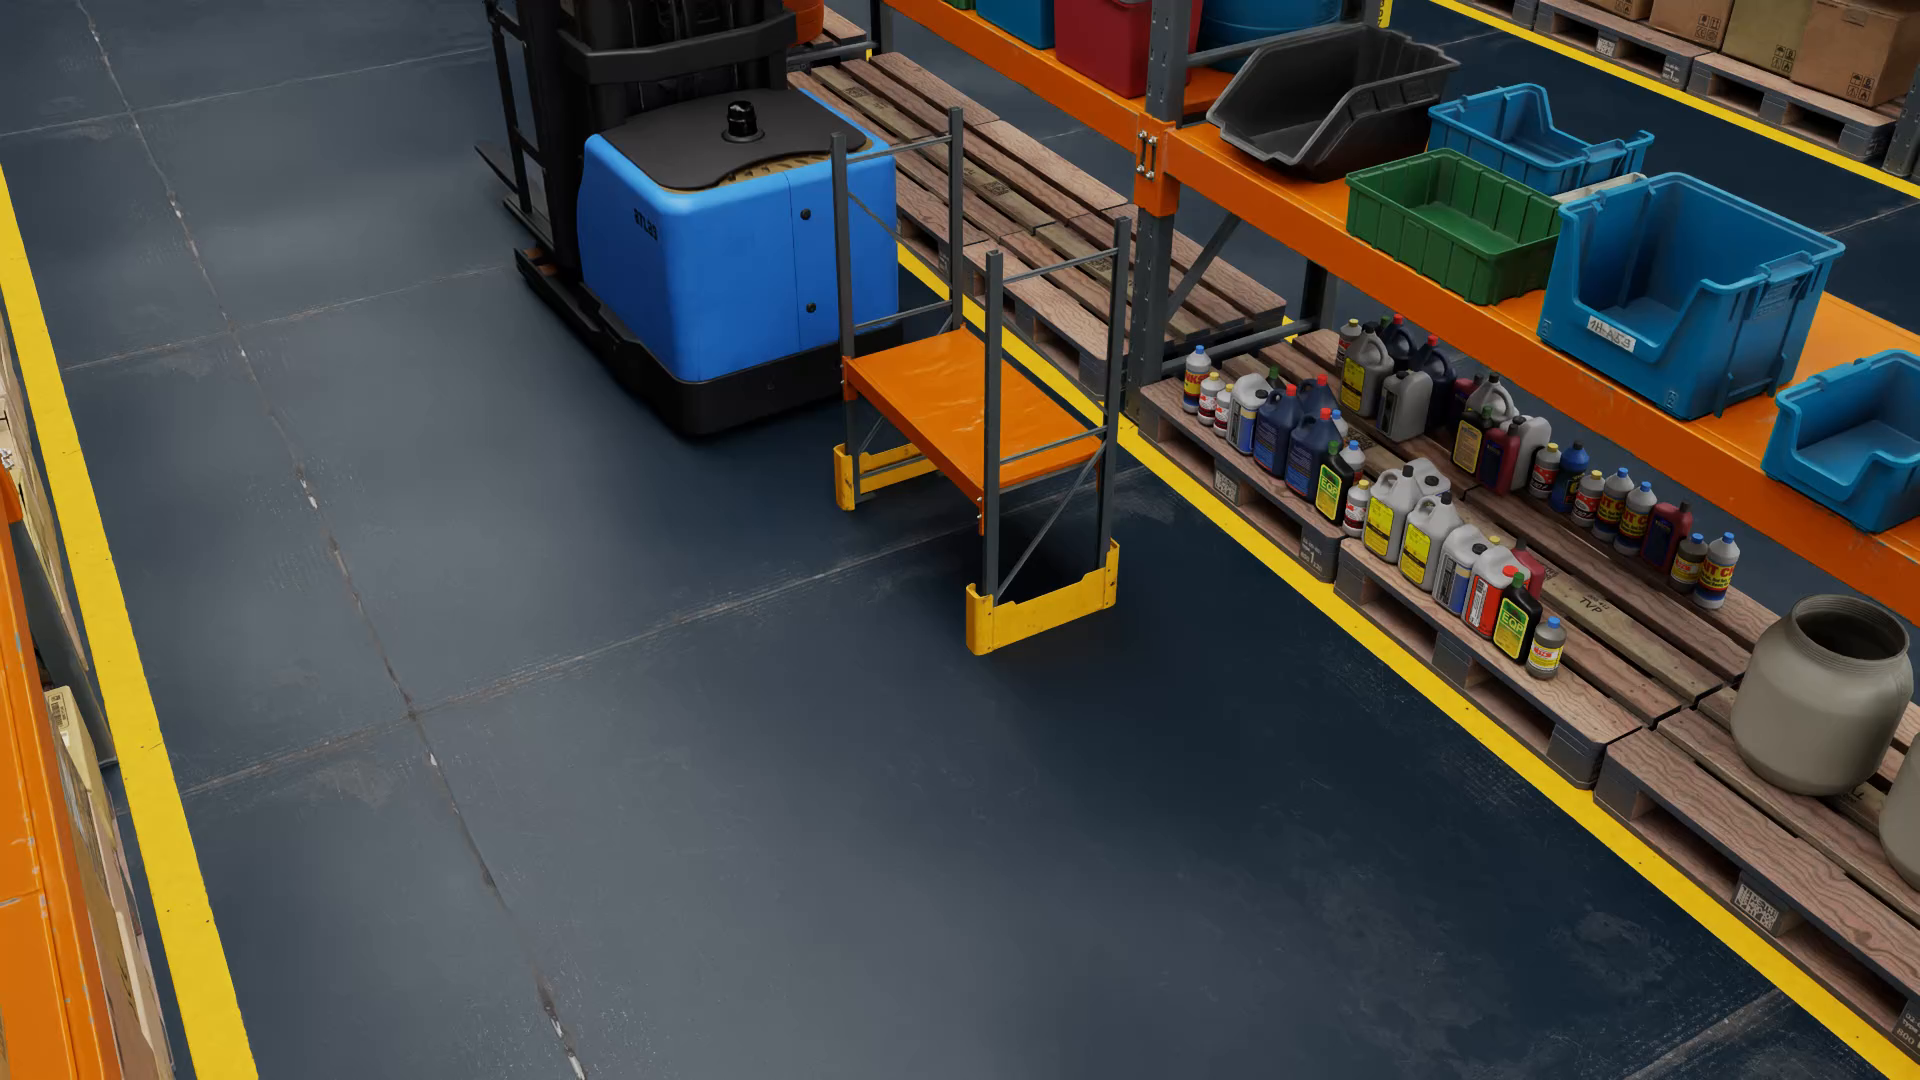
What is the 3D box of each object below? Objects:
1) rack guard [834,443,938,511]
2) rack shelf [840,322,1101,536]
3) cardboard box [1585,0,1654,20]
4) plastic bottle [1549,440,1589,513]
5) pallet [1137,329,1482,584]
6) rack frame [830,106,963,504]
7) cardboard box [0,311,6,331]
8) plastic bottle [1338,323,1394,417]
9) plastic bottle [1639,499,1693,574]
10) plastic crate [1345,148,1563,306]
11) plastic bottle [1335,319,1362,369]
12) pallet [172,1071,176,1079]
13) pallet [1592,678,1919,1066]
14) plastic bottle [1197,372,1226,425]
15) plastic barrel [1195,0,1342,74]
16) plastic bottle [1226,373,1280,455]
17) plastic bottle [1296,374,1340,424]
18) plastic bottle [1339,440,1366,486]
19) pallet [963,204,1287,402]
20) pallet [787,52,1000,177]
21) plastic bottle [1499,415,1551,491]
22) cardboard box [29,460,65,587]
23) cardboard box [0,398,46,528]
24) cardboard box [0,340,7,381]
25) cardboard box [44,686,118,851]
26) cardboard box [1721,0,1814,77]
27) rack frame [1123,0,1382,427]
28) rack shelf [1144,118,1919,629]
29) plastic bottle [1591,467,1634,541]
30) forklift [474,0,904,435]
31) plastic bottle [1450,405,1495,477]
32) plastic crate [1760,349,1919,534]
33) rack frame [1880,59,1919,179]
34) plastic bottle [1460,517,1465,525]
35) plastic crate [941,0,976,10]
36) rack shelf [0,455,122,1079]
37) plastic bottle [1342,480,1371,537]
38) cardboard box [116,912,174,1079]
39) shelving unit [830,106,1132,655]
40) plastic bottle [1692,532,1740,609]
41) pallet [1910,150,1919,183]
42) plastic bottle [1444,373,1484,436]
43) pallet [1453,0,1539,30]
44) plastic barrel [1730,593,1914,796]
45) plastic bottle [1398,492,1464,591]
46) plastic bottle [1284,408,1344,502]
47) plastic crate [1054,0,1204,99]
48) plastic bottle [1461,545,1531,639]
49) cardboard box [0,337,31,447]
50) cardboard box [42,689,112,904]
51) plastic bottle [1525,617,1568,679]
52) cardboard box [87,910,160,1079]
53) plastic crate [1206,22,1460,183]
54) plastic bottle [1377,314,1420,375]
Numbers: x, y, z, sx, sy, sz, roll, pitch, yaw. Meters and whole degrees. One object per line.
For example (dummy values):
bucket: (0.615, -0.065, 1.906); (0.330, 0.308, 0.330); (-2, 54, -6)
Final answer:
rack guard: (-0.212, -0.316, 6.471); (0.587, 0.250, 0.087); (-19, 40, -24)
rack shelf: (0.043, -0.417, 5.854); (0.538, 0.185, 1.000); (-19, 40, -24)
cardboard box: (4.356, -3.628, 10.420); (0.700, 0.500, 0.500); (-16, 39, -20)
plastic bottle: (2.192, -0.236, 5.970); (0.097, 0.271, 0.097); (0, 36, 0)
pallet: (1.450, -0.373, 6.582); (1.003, 0.211, 1.213); (-19, 40, -24)
rack frame: (-0.213, -0.821, 6.103); (0.500, 1.500, 0.032); (-19, 40, -24)
cardboard box: (-4.409, -1.029, 7.091); (0.500, 0.250, 0.500); (-19, 40, -24)
plastic bottle: (1.596, -0.676, 6.506); (0.144, 0.351, 0.185); (-19, 40, -24)
plastic bottle: (2.418, -0.033, 5.682); (0.061, 0.283, 0.133); (-18, 40, -23)
plastic crate: (1.586, -0.993, 5.245); (0.450, 0.188, 0.662); (-19, 40, -24)
plastic bottle: (1.600, -0.809, 6.814); (0.097, 0.201, 0.097); (0, 36, 0)
pallet: (-2.156, 1.779, 3.636); (1.003, 0.211, 1.213); (-19, 40, -24)
pallet: (2.675, 0.871, 4.878); (1.003, 0.211, 1.213); (-19, 40, -24)
plastic bottle: (0.980, -0.557, 6.470); (0.097, 0.201, 0.097); (0, 36, 0)
plastic barrel: (1.216, -2.343, 6.490); (0.600, 0.901, 0.708); (-19, 40, -24)
plastic bottle: (1.115, -0.483, 6.304); (0.152, 0.276, 0.135); (-17, 40, -22)
plastic bottle: (1.320, -0.470, 6.223); (0.144, 0.351, 0.185); (-19, 40, -24)
plastic bottle: (1.396, -0.235, 5.969); (0.097, 0.271, 0.097); (0, 36, 0)
pallet: (0.720, -1.117, 7.600); (1.003, 0.211, 1.213); (-19, 40, -24)
pallet: (-0.506, -2.361, 9.304); (1.003, 0.211, 1.213); (-19, 40, -24)
plastic bottle: (2.058, -0.342, 6.112); (0.152, 0.276, 0.135); (-18, 40, -23)
cardboard box: (-3.381, 0.012, 5.665); (0.500, 0.250, 0.500); (-18, 40, -23)
cardboard box: (-3.376, -0.215, 5.501); (0.500, 0.311, 0.500); (-19, 40, -24)
cardboard box: (-3.902, -0.742, 6.222); (0.500, 0.311, 0.500); (-18, 40, -23)
cardboard box: (-2.715, 0.724, 4.690); (0.500, 0.250, 0.500); (-19, 40, -24)
cardboard box: (4.918, -3.058, 9.640); (0.700, 0.500, 0.500); (-19, 40, -24)
rack frame: (1.148, -1.854, 6.245); (1.000, 3.000, 0.127); (-19, 40, -24)
rack shelf: (2.153, -0.544, 5.061); (1.077, 0.370, 4.000); (-19, 40, -24)
plastic bottle: (2.294, -0.133, 5.829); (0.097, 0.271, 0.097); (0, 36, 0)
forklift: (-1.455, -2.446, 7.113); (1.130, 2.935, 3.031); (-21, 41, -26)
plastic bottle: (1.904, -0.386, 6.165); (0.061, 0.283, 0.133); (-19, 40, -24)
plastic crate: (2.326, -0.254, 4.180); (0.499, 0.251, 0.408); (-19, 40, -24)
rack frame: (5.431, -3.322, 8.255); (1.000, 3.000, 0.127); (-19, 40, -24)
plastic bottle: (1.679, -0.017, 5.730); (0.097, 0.201, 0.097); (0, 36, 0)
plastic crate: (0.029, -2.573, 7.409); (0.450, 0.188, 0.662); (-19, 40, -24)
rack shelf: (-2.132, 0.922, 3.054); (1.077, 0.370, 4.000); (-19, 40, -24)
plastic bottle: (1.412, -0.119, 5.870); (0.097, 0.201, 0.097); (0, 36, 0)
cardboard box: (-2.208, 1.233, 3.994); (0.500, 0.250, 0.500); (-19, 40, -24)
shelving unit: (0.038, -0.567, 5.754); (0.587, 1.500, 1.083); (-19, 40, -24)
plastic bottle: (2.516, 0.093, 5.520); (0.097, 0.271, 0.097); (0, 36, 0)
pallet: (5.799, -1.864, 8.623); (1.003, 0.211, 1.213); (-19, 40, -24)
plastic bottle: (1.935, -0.523, 6.353); (0.061, 0.283, 0.133); (-16, 39, -21)
pallet: (3.812, -3.837, 11.324); (1.003, 0.211, 1.213); (-19, 40, -24)
plastic barrel: (2.509, 0.452, 4.841); (0.421, 0.512, 0.421); (0, 36, 0)
plastic bottle: (1.597, -0.019, 5.606); (0.144, 0.351, 0.185); (-17, 40, -22)
plastic bottle: (1.290, -0.331, 6.033); (0.144, 0.351, 0.185); (-21, 41, -26)
plastic crate: (0.640, -2.036, 6.440); (0.402, 0.464, 0.583); (-19, 40, -24)
plastic bottle: (1.753, 0.165, 5.417); (0.152, 0.276, 0.135); (-19, 40, -24)
cardboard box: (-3.898, -0.511, 6.381); (0.500, 0.250, 0.500); (-18, 40, -23)
cardboard box: (-2.473, 0.680, 4.115); (0.500, 0.500, 0.500); (-19, 40, -24)
plastic bottle: (1.856, 0.332, 5.252); (0.097, 0.201, 0.097); (0, 36, 0)
cardboard box: (-1.955, 1.185, 3.424); (0.500, 0.500, 0.500); (-19, 40, -24)
plastic crate: (1.301, -1.524, 5.846); (0.767, 0.338, 0.504); (-19, 40, -24)
plastic bottle: (1.721, -0.719, 6.564); (0.144, 0.351, 0.185); (-20, 41, -25)
